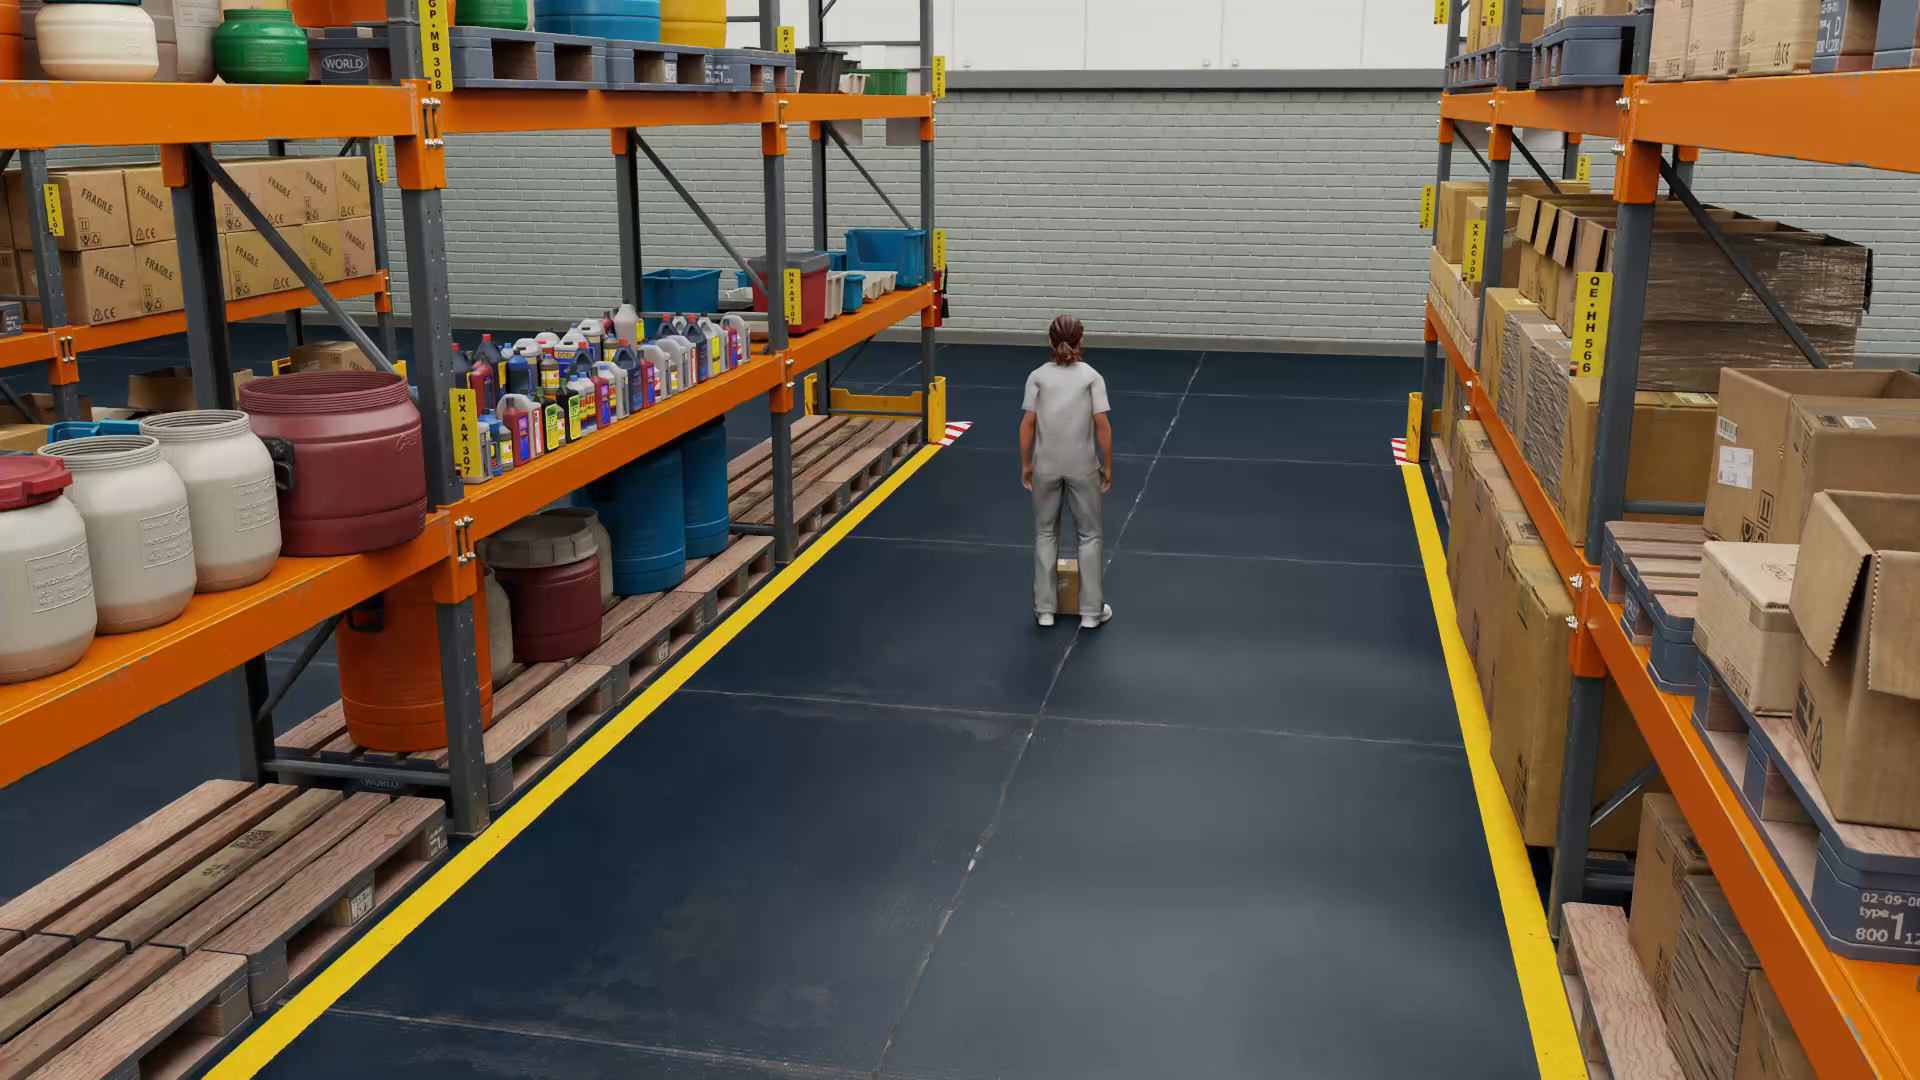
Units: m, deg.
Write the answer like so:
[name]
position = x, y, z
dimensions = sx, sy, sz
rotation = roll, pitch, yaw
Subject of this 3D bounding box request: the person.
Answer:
[person]
position = 0.570, -0.364, 8.901
dimensions = 0.500, 1.672, 0.350
rotation = 3, 15, 10
